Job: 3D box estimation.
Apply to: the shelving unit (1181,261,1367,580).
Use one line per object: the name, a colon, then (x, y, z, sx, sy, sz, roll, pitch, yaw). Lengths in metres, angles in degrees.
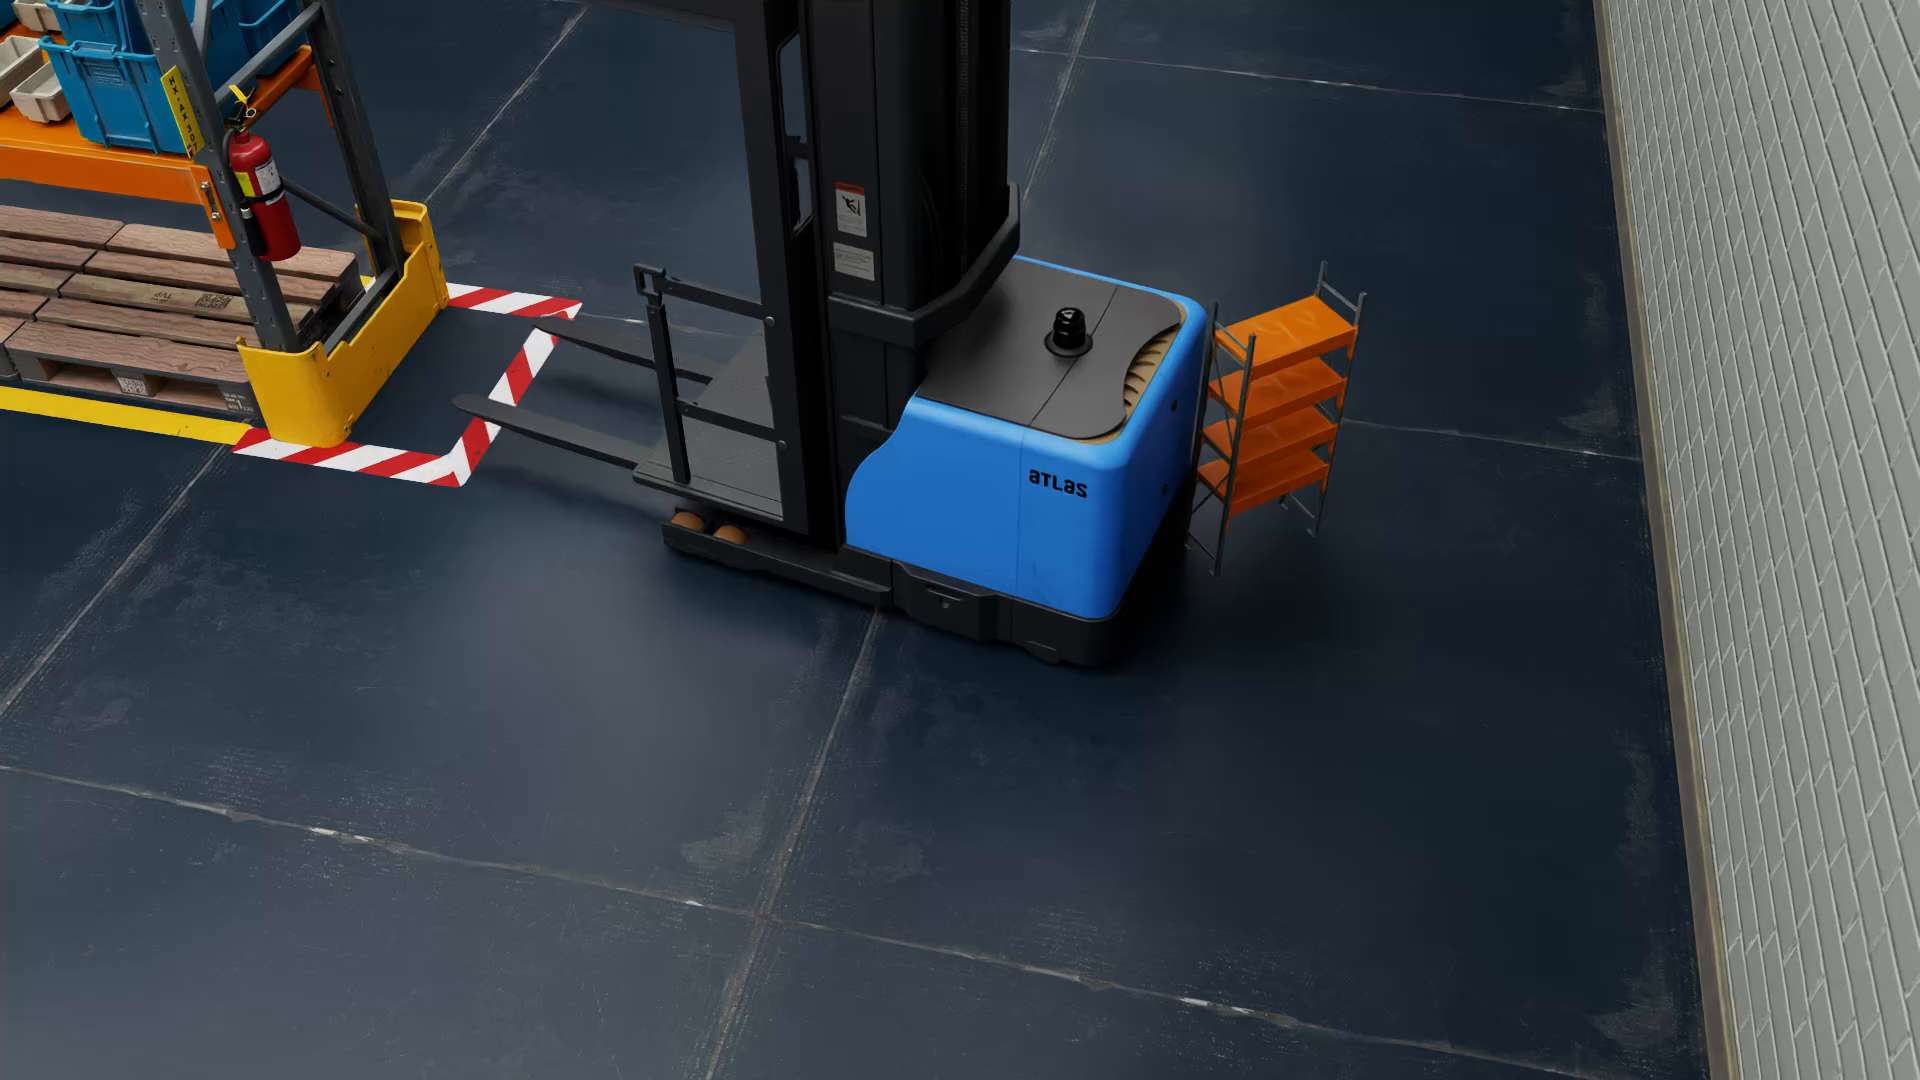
shelving unit: (1.174, -0.430, 6.332, 0.503, 1.200, 0.258, -21, 48, -21)

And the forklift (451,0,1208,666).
forklift: (-0.638, -1.267, 5.953, 3.031, 2.935, 1.130, 17, 46, 17)

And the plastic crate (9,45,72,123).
plastic crate: (-3.579, -1.811, 6.615, 0.243, 0.136, 0.396, 9, 45, 9)

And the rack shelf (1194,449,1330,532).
rack shelf: (1.174, -0.239, 6.516, 0.480, 0.148, 0.258, -21, 48, -21)

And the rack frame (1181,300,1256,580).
rack frame: (0.961, -0.347, 6.245, 0.015, 1.200, 0.240, -21, 48, -21)

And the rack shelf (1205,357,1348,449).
rack shelf: (1.174, -0.543, 6.223, 0.480, 0.148, 0.258, -21, 48, -21)

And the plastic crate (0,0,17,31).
plastic crate: (-4.198, -2.304, 7.058, 0.300, 0.233, 0.416, 9, 45, 9)

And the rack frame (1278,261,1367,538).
rack frame: (1.386, -0.513, 6.418, 0.015, 1.200, 0.240, -21, 48, -21)

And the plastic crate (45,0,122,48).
plastic crate: (-3.555, -2.204, 6.955, 0.300, 0.233, 0.416, 9, 45, 9)

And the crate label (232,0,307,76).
crate label: (-2.913, -2.105, 6.851, 0.303, 0.233, 0.416, 9, 45, 9)

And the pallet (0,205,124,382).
pallet: (-4.727, -1.216, 7.861, 1.213, 0.211, 1.003, 9, 45, 9)

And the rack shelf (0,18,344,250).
rack shelf: (-4.696, -1.927, 7.108, 4.000, 0.370, 1.077, 9, 45, 9)

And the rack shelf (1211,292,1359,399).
rack shelf: (1.174, -0.713, 6.059, 0.480, 0.148, 0.258, -21, 48, -21)

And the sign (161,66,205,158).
sign: (-2.848, -1.567, 6.098, 0.005, 0.325, 0.100, 9, 45, 9)

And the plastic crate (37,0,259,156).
plastic crate: (-3.111, -1.842, 6.432, 0.499, 0.435, 0.616, 9, 45, 9)

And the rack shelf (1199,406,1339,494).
rack shelf: (1.174, -0.382, 6.378, 0.480, 0.148, 0.258, -21, 48, -21)

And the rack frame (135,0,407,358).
rack frame: (-2.744, -1.883, 6.543, 0.127, 3.000, 1.000, 9, 45, 9)

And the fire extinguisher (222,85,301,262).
fire extinguisher: (-2.696, -1.391, 6.356, 0.183, 0.674, 0.296, 9, 45, 9)

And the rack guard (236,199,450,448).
rack guard: (-2.718, -0.988, 7.416, 0.348, 0.500, 1.175, 9, 45, 9)

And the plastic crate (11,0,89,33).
plastic crate: (-3.870, -2.277, 7.100, 0.298, 0.136, 0.250, 9, 45, 9)

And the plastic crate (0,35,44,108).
plastic crate: (-3.859, -1.864, 6.671, 0.243, 0.136, 0.396, 9, 45, 9)

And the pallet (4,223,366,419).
pallet: (-3.540, -1.030, 7.668, 1.213, 0.211, 1.003, 9, 45, 9)
